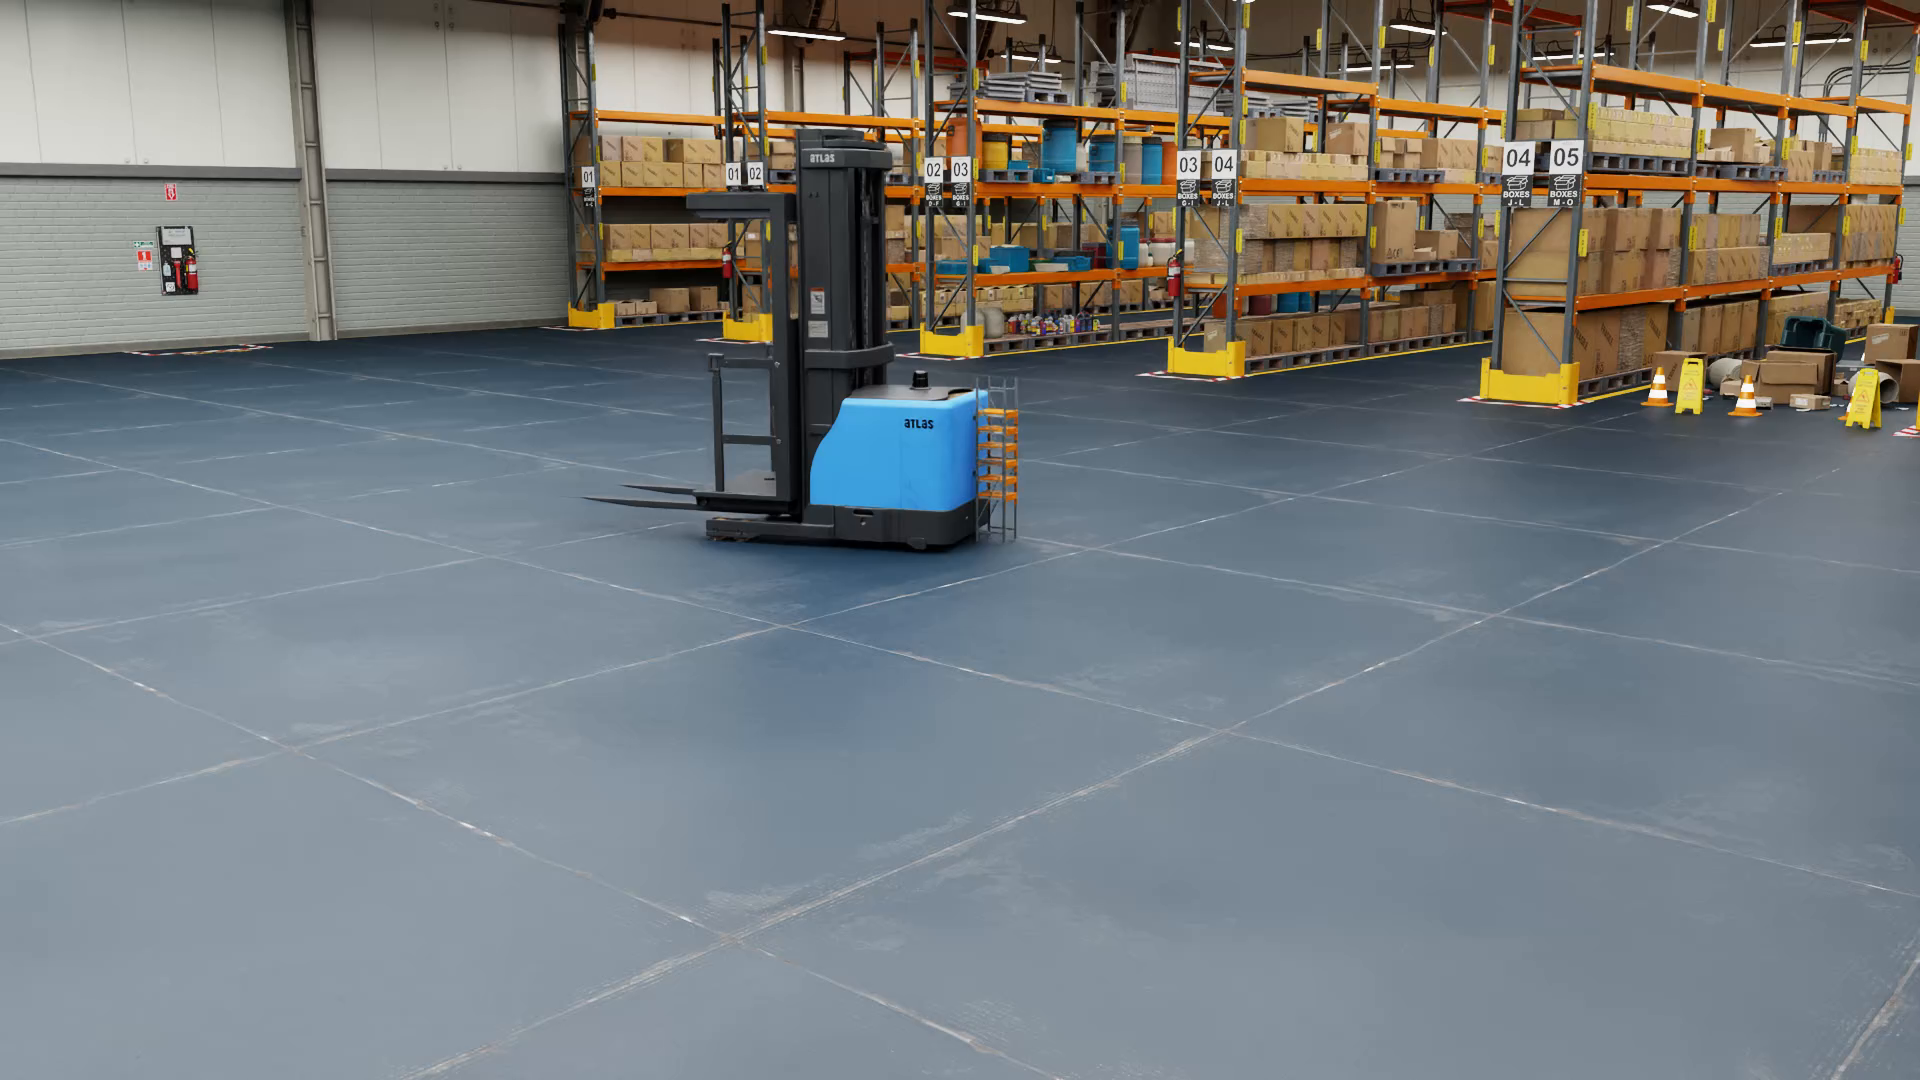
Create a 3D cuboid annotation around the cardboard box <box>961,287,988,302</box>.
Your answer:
[{"bbox_3d":[0.238,-5.165,34.927,0.500,0.311,0.500,10,15,42],"label":"cardboard box"}]

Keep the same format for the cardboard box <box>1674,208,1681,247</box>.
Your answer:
[{"bbox_3d":[9.592,-4.393,23.407,0.875,0.550,0.550,10,15,40],"label":"cardboard box"}]

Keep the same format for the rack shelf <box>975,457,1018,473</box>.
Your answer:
[{"bbox_3d":[0.265,-0.533,12.043,0.258,0.103,0.180,6,13,28],"label":"rack shelf"}]

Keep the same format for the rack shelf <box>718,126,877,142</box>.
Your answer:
[{"bbox_3d":[-3.640,-9.104,37.676,1.077,0.370,4.000,10,15,40],"label":"rack shelf"}]

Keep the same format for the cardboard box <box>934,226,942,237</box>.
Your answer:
[{"bbox_3d":[-0.787,-7.475,40.912,0.500,0.500,0.500,10,15,42],"label":"cardboard box"}]

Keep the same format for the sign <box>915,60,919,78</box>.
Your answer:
[{"bbox_3d":[-0.836,-9.179,32.405,0.100,0.325,0.005,10,15,40],"label":"sign"}]

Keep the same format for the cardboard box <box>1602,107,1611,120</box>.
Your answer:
[{"bbox_3d":[7.847,-5.290,20.656,0.380,0.149,0.250,10,15,41],"label":"cardboard box"}]

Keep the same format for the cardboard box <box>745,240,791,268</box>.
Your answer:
[{"bbox_3d":[-3.559,-5.305,30.856,0.700,0.500,0.500,10,15,40],"label":"cardboard box"}]

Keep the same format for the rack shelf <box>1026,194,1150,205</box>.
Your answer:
[{"bbox_3d":[2.724,-7.778,37.674,1.077,0.370,4.000,10,15,40],"label":"rack shelf"}]

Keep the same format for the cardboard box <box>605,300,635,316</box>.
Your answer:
[{"bbox_3d":[-7.076,-4.816,34.406,0.500,0.311,0.500,8,14,34],"label":"cardboard box"}]

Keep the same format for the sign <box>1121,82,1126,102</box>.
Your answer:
[{"bbox_3d":[2.888,-7.903,29.337,0.100,0.325,0.005,10,15,40],"label":"sign"}]

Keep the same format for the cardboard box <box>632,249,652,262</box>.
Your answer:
[{"bbox_3d":[-6.708,-5.874,34.293,0.500,0.250,0.500,9,15,39],"label":"cardboard box"}]

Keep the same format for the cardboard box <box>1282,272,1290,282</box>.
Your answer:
[{"bbox_3d":[4.750,-3.980,25.121,0.380,0.149,0.250,10,15,40],"label":"cardboard box"}]

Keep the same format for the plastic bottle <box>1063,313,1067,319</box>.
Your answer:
[{"bbox_3d":[1.942,-4.024,30.541,0.097,0.271,0.097,0,11,0],"label":"plastic bottle"}]

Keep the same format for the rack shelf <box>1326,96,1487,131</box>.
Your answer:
[{"bbox_3d":[7.523,-7.183,28.057,1.077,0.370,4.000,10,15,40],"label":"rack shelf"}]

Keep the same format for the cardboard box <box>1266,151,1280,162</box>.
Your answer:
[{"bbox_3d":[4.469,-5.620,24.399,0.380,0.149,0.250,11,15,43],"label":"cardboard box"}]

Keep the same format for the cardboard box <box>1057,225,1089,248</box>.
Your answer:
[{"bbox_3d":[2.482,-6.838,37.460,0.500,0.500,0.700,-9,14,-37],"label":"cardboard box"}]

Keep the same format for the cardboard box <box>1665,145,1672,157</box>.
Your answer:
[{"bbox_3d":[9.357,-5.234,22.416,0.380,0.149,0.250,10,15,41],"label":"cardboard box"}]

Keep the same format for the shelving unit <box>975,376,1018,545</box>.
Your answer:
[{"bbox_3d":[0.265,-0.576,12.034,0.258,1.200,0.189,6,13,28],"label":"shelving unit"}]

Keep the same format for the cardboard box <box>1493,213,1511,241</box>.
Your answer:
[{"bbox_3d":[9.770,-5.826,30.907,0.797,0.503,0.637,10,15,42],"label":"cardboard box"}]

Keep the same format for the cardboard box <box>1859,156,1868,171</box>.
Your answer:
[{"bbox_3d":[15.973,-6.772,29.905,0.500,0.250,0.500,10,15,40],"label":"cardboard box"}]

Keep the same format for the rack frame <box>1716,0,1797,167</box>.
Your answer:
[{"bbox_3d":[12.502,-7.370,26.136,1.000,3.000,0.127,10,15,40],"label":"rack frame"}]

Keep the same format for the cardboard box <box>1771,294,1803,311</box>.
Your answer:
[{"bbox_3d":[13.810,-3.992,27.934,0.500,0.250,0.500,10,15,41],"label":"cardboard box"}]

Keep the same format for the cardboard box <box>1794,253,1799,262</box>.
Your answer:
[{"bbox_3d":[13.823,-4.746,27.883,0.380,0.149,0.250,10,15,41],"label":"cardboard box"}]

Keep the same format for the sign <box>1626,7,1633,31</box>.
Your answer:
[{"bbox_3d":[9.446,-7.347,23.432,0.100,0.325,0.005,10,15,40],"label":"sign"}]

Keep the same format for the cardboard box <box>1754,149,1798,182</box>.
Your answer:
[{"bbox_3d":[13.079,-5.998,26.668,0.500,0.500,0.500,10,15,40],"label":"cardboard box"}]

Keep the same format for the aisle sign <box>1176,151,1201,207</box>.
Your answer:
[{"bbox_3d":[3.296,-5.212,24.009,0.394,0.787,0.004,10,15,40],"label":"aisle sign"}]

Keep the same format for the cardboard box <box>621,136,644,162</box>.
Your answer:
[{"bbox_3d":[-6.794,-7.941,33.794,0.500,0.500,0.500,10,15,40],"label":"cardboard box"}]

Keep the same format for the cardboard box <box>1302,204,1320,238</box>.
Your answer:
[{"bbox_3d":[5.120,-4.859,25.312,0.500,0.500,0.500,10,15,40],"label":"cardboard box"}]

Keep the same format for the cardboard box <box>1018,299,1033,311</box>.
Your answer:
[{"bbox_3d":[1.240,-5.114,36.106,0.500,0.250,0.500,10,15,42],"label":"cardboard box"}]

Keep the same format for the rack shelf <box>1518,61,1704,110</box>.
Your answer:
[{"bbox_3d":[8.541,-5.938,21.825,1.077,0.370,4.000,10,15,40],"label":"rack shelf"}]

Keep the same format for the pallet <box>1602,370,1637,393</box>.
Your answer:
[{"bbox_3d":[8.496,-2.190,22.637,1.003,0.211,1.213,10,15,40],"label":"pallet"}]

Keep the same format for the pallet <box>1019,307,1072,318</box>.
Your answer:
[{"bbox_3d":[1.925,-5.103,37.222,1.003,0.211,1.213,10,15,40],"label":"pallet"}]

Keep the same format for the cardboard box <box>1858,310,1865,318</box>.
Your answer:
[{"bbox_3d":[16.792,-4.255,31.301,0.380,0.149,0.250,11,16,43],"label":"cardboard box"}]

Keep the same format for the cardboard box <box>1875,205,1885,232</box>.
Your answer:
[{"bbox_3d":[16.997,-6.039,31.219,0.500,0.500,0.500,11,16,43],"label":"cardboard box"}]

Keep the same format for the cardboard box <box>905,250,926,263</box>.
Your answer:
[{"bbox_3d":[-0.944,-5.782,33.883,0.500,0.250,0.500,11,16,44],"label":"cardboard box"}]

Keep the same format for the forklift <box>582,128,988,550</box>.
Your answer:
[{"bbox_3d":[-1.349,-1.515,12.312,3.031,2.935,1.130,4,12,17],"label":"forklift"}]

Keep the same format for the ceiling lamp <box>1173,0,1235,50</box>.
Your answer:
[{"bbox_3d":[5.521,-12.286,35.844,0.800,3.185,2.000,10,15,40],"label":"ceiling lamp"}]

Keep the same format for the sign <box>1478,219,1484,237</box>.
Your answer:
[{"bbox_3d":[9.257,-5.544,29.558,0.100,0.325,0.005,10,15,40],"label":"sign"}]

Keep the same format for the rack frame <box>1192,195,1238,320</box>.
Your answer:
[{"bbox_3d":[5.123,-5.725,33.214,1.000,3.000,0.127,10,15,40],"label":"rack frame"}]

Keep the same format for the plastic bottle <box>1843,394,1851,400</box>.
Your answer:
[{"bbox_3d":[11.386,-1.826,21.198,0.283,0.061,0.133,-9,14,-38],"label":"plastic bottle"}]

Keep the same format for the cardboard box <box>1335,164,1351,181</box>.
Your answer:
[{"bbox_3d":[5.745,-5.717,25.900,0.500,0.250,0.500,10,15,42],"label":"cardboard box"}]

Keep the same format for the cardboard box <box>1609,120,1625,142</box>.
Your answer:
[{"bbox_3d":[8.067,-5.162,21.035,0.500,0.250,0.500,10,15,40],"label":"cardboard box"}]

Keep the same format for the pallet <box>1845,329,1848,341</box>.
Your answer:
[{"bbox_3d":[15.559,-3.753,30.460,1.003,0.211,1.213,10,15,40],"label":"pallet"}]

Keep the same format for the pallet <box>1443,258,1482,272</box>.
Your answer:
[{"bbox_3d":[8.453,-4.872,29.433,1.213,0.211,1.003,10,15,40],"label":"pallet"}]

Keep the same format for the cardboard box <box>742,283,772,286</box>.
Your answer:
[{"bbox_3d":[-4.486,-5.517,37.436,0.700,0.500,0.500,10,15,42],"label":"cardboard box"}]

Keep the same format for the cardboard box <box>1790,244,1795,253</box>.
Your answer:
[{"bbox_3d":[13.655,-4.855,27.672,0.380,0.149,0.250,10,15,40],"label":"cardboard box"}]

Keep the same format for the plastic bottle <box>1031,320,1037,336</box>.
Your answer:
[{"bbox_3d":[1.273,-3.652,28.679,0.097,0.271,0.097,0,11,0],"label":"plastic bottle"}]

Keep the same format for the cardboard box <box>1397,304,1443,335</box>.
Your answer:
[{"bbox_3d":[8.059,-3.890,29.287,0.700,0.500,0.500,8,14,36],"label":"cardboard box"}]

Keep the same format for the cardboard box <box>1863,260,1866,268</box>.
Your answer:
[{"bbox_3d":[16.701,-5.178,31.120,0.380,0.149,0.250,10,15,41],"label":"cardboard box"}]

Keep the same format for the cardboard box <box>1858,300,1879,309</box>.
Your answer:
[{"bbox_3d":[17.339,-4.510,31.821,0.380,0.149,0.250,9,15,39],"label":"cardboard box"}]

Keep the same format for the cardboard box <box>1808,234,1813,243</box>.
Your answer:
[{"bbox_3d":[14.337,-5.155,28.413,0.380,0.149,0.250,9,14,39],"label":"cardboard box"}]

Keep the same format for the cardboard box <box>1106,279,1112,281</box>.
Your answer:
[{"bbox_3d":[3.542,-5.904,39.373,0.500,0.500,0.500,9,14,38],"label":"cardboard box"}]

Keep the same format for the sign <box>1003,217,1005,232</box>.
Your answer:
[{"bbox_3d":[0.990,-6.963,36.662,0.100,0.325,0.005,10,15,40],"label":"sign"}]

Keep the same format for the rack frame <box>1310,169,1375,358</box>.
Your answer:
[{"bbox_3d":[6.203,-4.496,27.062,1.000,3.000,0.127,10,15,40],"label":"rack frame"}]

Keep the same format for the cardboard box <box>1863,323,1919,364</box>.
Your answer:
[{"bbox_3d":[12.290,-2.586,21.948,0.500,0.500,0.500,10,15,40],"label":"cardboard box"}]

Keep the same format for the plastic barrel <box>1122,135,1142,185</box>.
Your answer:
[{"bbox_3d":[3.086,-7.052,30.922,0.600,0.901,0.600,0,11,0],"label":"plastic barrel"}]

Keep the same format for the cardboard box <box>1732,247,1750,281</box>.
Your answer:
[{"bbox_3d":[11.746,-4.229,25.473,0.500,0.500,0.500,9,15,39],"label":"cardboard box"}]
